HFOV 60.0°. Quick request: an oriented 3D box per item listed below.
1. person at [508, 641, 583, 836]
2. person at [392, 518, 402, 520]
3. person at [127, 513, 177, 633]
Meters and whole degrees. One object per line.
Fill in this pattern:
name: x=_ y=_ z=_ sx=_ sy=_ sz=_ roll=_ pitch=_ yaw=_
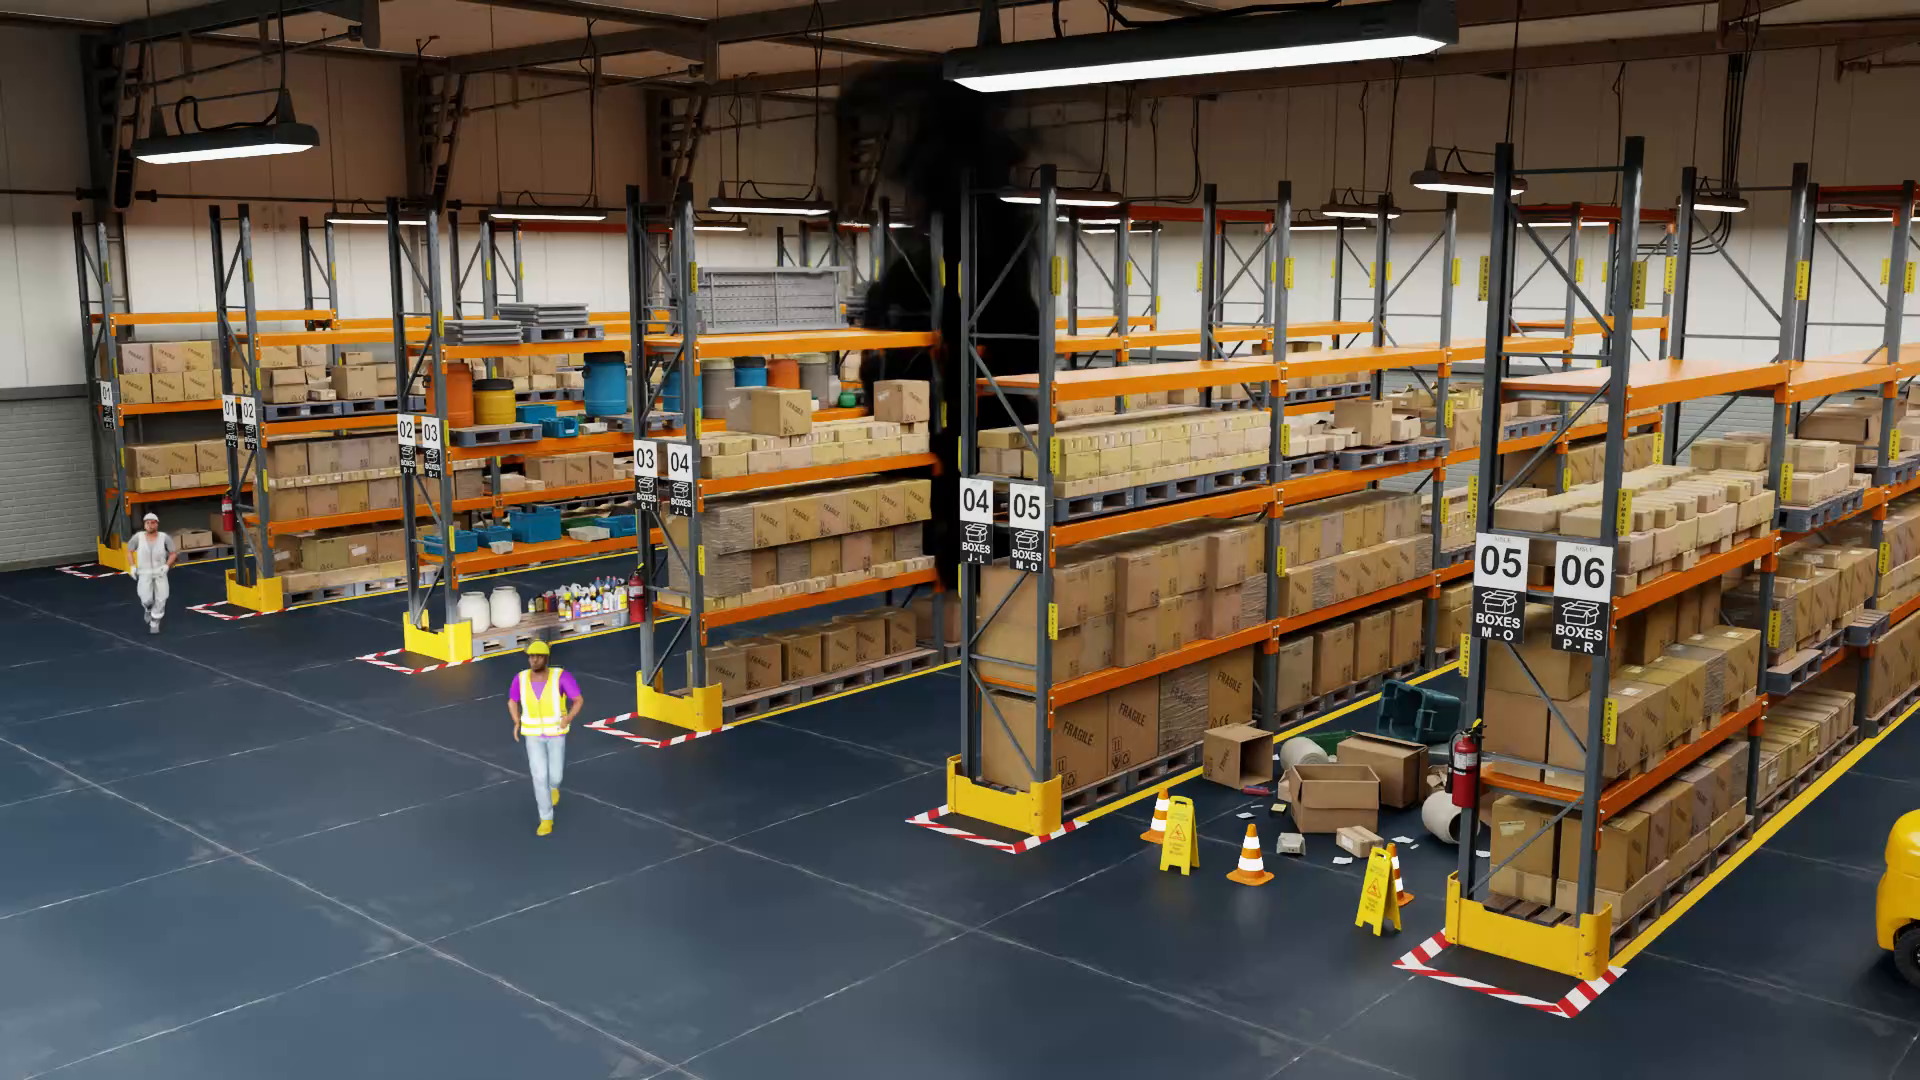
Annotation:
person: x=-3.827 y=1.784 z=15.373 sx=0.692 sy=1.754 sz=0.751 roll=-1 pitch=10 yaw=-7
person: x=-9.718 y=-0.389 z=28.625 sx=0.605 sy=1.669 sz=0.569 roll=9 pitch=13 yaw=43
person: x=-11.303 y=0.467 z=23.308 sx=0.623 sy=1.714 sz=0.566 roll=-5 pitch=11 yaw=-28
